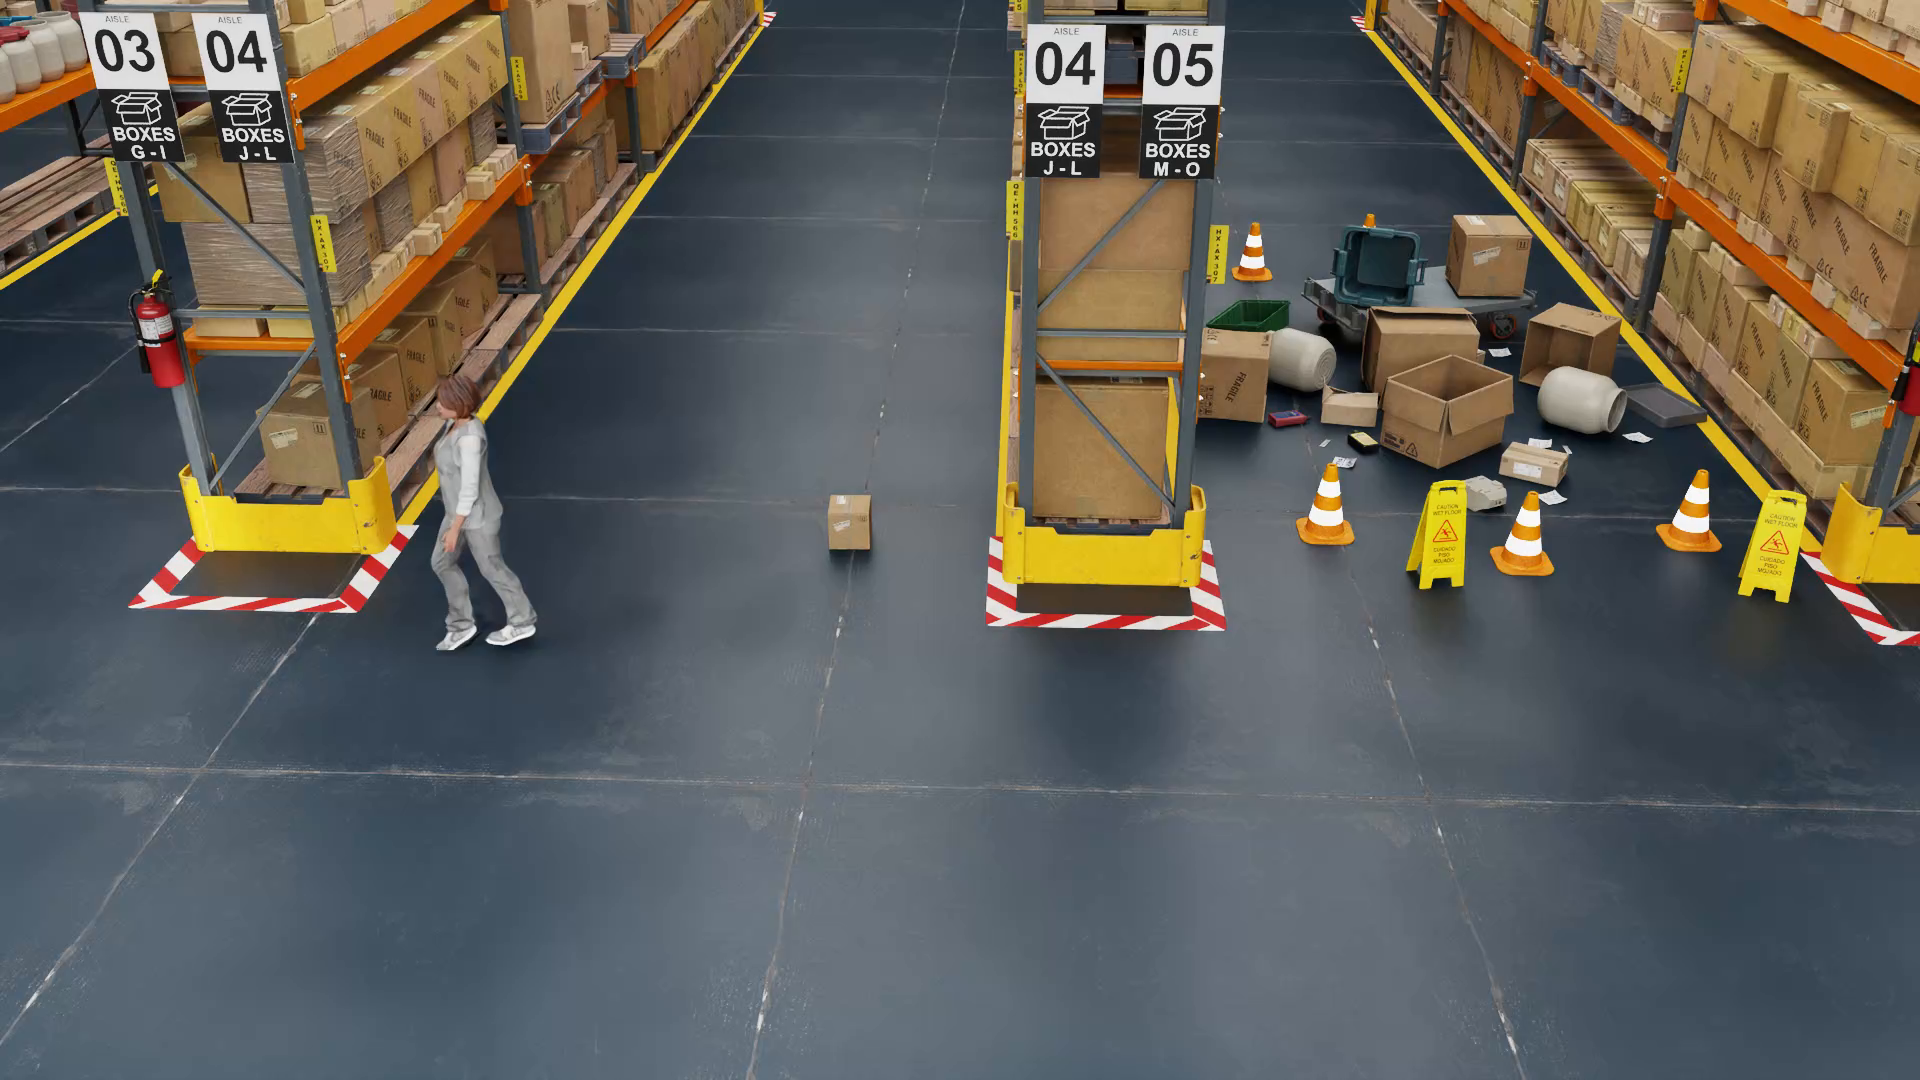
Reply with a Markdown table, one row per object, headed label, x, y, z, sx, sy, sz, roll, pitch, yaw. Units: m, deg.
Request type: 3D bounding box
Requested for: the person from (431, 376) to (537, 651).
| label | x | y | z | sx | sy | sz | roll | pitch | yaw |
| --- | --- | --- | --- | --- | --- | --- | --- | --- | --- |
| person | -2.597 | -0.096 | 8.826 | 0.548 | 1.650 | 0.454 | -13 | 31 | -23 |
